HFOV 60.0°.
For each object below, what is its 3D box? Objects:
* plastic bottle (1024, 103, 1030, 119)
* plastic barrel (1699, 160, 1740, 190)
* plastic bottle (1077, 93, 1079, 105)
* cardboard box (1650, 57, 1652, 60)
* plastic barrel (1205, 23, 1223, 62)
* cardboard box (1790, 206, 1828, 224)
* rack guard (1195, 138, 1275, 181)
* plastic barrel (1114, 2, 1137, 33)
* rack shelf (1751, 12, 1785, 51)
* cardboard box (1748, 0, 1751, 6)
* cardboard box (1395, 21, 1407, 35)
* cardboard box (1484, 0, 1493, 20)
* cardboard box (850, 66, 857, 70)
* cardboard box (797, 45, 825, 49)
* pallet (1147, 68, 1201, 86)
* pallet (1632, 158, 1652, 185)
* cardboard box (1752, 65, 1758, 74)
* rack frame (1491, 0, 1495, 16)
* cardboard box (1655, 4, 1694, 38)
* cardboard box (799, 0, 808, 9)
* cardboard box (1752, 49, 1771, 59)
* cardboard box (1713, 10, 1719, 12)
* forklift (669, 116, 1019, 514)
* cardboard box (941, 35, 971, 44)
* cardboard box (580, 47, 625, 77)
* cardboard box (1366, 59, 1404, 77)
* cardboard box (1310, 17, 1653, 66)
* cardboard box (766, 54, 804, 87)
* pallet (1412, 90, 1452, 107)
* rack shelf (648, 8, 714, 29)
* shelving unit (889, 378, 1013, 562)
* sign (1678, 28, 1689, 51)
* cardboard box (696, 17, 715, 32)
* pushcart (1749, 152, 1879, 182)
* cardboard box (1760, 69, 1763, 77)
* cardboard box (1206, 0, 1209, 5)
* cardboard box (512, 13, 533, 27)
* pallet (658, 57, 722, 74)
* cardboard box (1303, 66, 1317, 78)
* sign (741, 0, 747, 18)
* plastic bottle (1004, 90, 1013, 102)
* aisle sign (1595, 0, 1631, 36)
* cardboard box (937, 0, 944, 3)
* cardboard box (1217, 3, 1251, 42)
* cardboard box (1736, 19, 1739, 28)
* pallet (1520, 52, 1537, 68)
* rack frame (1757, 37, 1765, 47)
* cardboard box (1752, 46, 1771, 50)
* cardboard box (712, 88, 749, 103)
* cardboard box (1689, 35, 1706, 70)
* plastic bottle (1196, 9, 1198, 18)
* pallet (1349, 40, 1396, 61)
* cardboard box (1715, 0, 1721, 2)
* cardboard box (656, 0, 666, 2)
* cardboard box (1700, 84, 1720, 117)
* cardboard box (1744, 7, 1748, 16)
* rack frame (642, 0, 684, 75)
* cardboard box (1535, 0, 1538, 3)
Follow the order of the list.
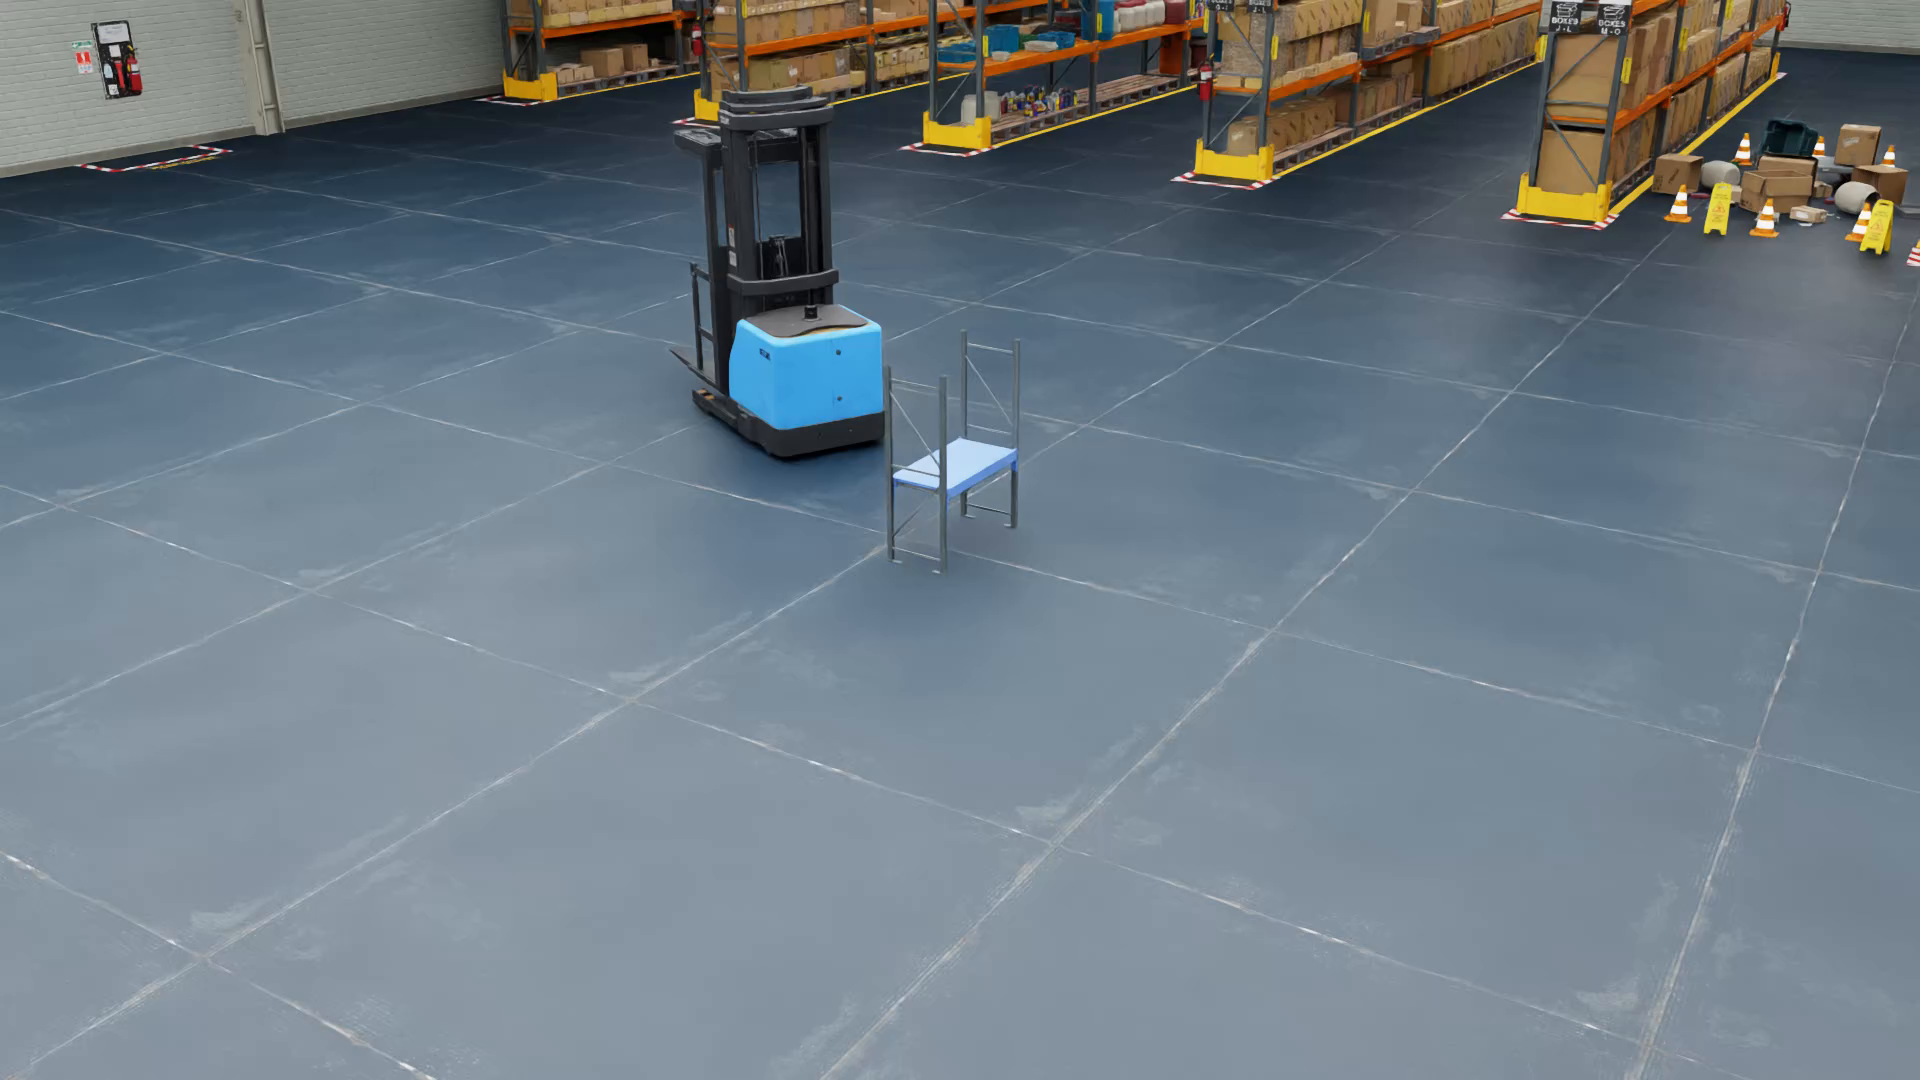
[{"bbox_3d":[1.167,-7.483,28.975,0.097,0.271,0.097,0,23,0],"label":"plastic bottle"},{"bbox_3d":[11.129,-5.338,24.384,0.421,0.421,0.512,-7,24,-17],"label":"plastic barrel"},{"bbox_3d":[2.129,-8.066,30.411,0.097,0.201,0.097,0,23,0],"label":"plastic bottle"},{"bbox_3d":[9.584,-6.819,24.372,0.875,0.550,0.550,14,27,29],"label":"cardboard box"},{"bbox_3d":[5.601,-10.847,35.979,0.600,0.901,0.708,14,27,29],"label":"plastic barrel"},{"bbox_3d":[11.548,-4.429,22.629,0.250,0.149,0.380,-12,26,-26],"label":"cardboard box"},{"bbox_3d":[4.194,-5.827,25.416,1.175,0.500,0.348,14,27,29],"label":"rack guard"},{"bbox_3d":[3.134,-9.923,31.561,0.433,0.535,0.433,0,23,0],"label":"plastic barrel"},{"bbox_3d":[17.750,-9.764,32.270,5.904,0.370,4.000,14,27,29],"label":"rack shelf"},{"bbox_3d":[14.598,-10.099,31.177,0.380,0.149,0.250,15,28,31],"label":"cardboard box"},{"bbox_3d":[7.724,-9.160,29.610,0.396,0.266,0.258,13,27,27],"label":"cardboard box"},{"bbox_3d":[10.469,-10.829,33.699,0.500,0.500,0.500,14,27,29],"label":"cardboard box"},{"bbox_3d":[-2.178,-9.507,33.704,0.500,0.250,0.500,14,27,28],"label":"cardboard box"},{"bbox_3d":[-2.918,-9.389,32.487,0.500,0.500,0.500,14,27,29],"label":"cardboard box"},{"bbox_3d":[8.468,-9.659,31.107,11.139,3.011,2.669,14,27,29],"label":"pallet"},{"bbox_3d":[9.957,-5.705,25.498,1.003,0.211,1.213,14,27,29],"label":"pallet"},{"bbox_3d":[15.759,-9.445,33.314,0.380,0.149,0.250,14,27,29],"label":"cardboard box"},{"bbox_3d":[10.484,-10.998,34.216,1.000,3.000,0.127,14,27,29],"label":"rack frame"},{"bbox_3d":[11.218,-8.243,26.466,0.700,0.500,0.500,14,27,29],"label":"cardboard box"},{"bbox_3d":[-3.059,-9.975,30.910,0.380,0.149,0.250,14,27,29],"label":"cardboard box"},{"bbox_3d":[16.480,-10.014,34.252,0.380,0.149,0.250,13,27,28],"label":"cardboard box"},{"bbox_3d":[13.082,-9.132,28.943,0.380,0.149,0.250,13,27,28],"label":"cardboard box"},{"bbox_3d":[0.144,-5.120,19.883,10.324,3.598,15.967,-13,27,-28],"label":"forklift"},{"bbox_3d":[-0.107,-10.685,35.720,0.500,0.311,0.500,15,27,30],"label":"cardboard box"},{"bbox_3d":[5.090,-9.766,30.746,25.317,3.056,7.019,12,26,26],"label":"cardboard box"},{"bbox_3d":[7.775,-8.634,30.402,0.500,0.250,0.500,17,29,35],"label":"cardboard box"},{"bbox_3d":[7.448,-7.353,24.927,5.341,1.090,0.506,14,27,29],"label":"cardboard box"},{"bbox_3d":[-3.074,-9.484,31.462,0.839,1.489,1.800,14,27,29],"label":"cardboard box"},{"bbox_3d":[8.854,-8.619,32.230,1.003,0.211,1.213,14,27,29],"label":"pallet"},{"bbox_3d":[-5.306,-11.757,36.874,1.077,0.370,4.000,14,27,29],"label":"rack shelf"},{"bbox_3d":[-0.054,-0.653,12.205,0.475,1.308,0.991,14,27,29],"label":"shelving unit"},{"bbox_3d":[10.897,-7.543,25.044,0.100,0.325,0.005,14,27,29],"label":"sign"},{"bbox_3d":[-5.486,-11.389,36.767,0.500,0.250,0.500,13,27,27],"label":"cardboard box"},{"bbox_3d":[12.720,-5.479,24.767,1.648,0.377,0.936,5,24,11],"label":"pushcart"},{"bbox_3d":[16.191,-9.574,33.984,0.380,0.149,0.250,13,26,27],"label":"cardboard box"},{"bbox_3d":[5.349,-11.559,35.666,0.154,0.276,0.136,14,27,30],"label":"cardboard box"},{"bbox_3d":[-8.389,-10.201,32.538,0.500,0.250,0.500,14,27,30],"label":"cardboard box"},{"bbox_3d":[-5.951,-10.396,36.334,1.003,0.211,1.213,14,27,29],"label":"pallet"},{"bbox_3d":[5.638,-7.769,27.073,1.016,0.149,2.250,14,27,29],"label":"cardboard box"},{"bbox_3d":[-3.792,-9.341,29.198,0.100,0.325,0.005,14,27,29],"label":"sign"},{"bbox_3d":[0.856,-7.867,29.763,0.144,0.351,0.185,15,28,31],"label":"plastic bottle"},{"bbox_3d":[8.532,-6.981,21.663,0.394,0.787,0.004,14,27,29],"label":"aisle sign"},{"bbox_3d":[-0.676,-11.423,35.310,0.500,0.311,0.500,14,27,28],"label":"cardboard box"},{"bbox_3d":[4.234,-7.827,25.131,0.500,0.500,0.500,14,27,29],"label":"cardboard box"},{"bbox_3d":[14.059,-9.476,30.486,0.380,0.149,0.250,13,26,27],"label":"cardboard box"},{"bbox_3d":[12.239,-10.782,37.227,1.003,0.211,1.213,14,27,29],"label":"pallet"},{"bbox_3d":[16.751,-11.276,34.856,0.949,2.616,0.053,14,27,29],"label":"rack frame"},{"bbox_3d":[16.690,-10.201,34.684,0.383,0.149,0.254,14,27,29],"label":"cardboard box"},{"bbox_3d":[-4.228,-8.199,30.683,0.500,0.250,0.500,14,27,29],"label":"cardboard box"},{"bbox_3d":[11.730,-7.902,26.937,0.500,0.500,0.500,14,27,30],"label":"cardboard box"},{"bbox_3d":[4.805,-10.740,33.868,0.097,0.201,0.097,0,23,0],"label":"plastic bottle"},{"bbox_3d":[6.791,-8.438,28.542,1.003,0.211,1.213,14,27,29],"label":"pallet"},{"bbox_3d":[14.659,-10.330,32.171,0.500,0.500,0.500,14,27,29],"label":"cardboard box"},{"bbox_3d":[-6.347,-11.473,34.531,0.500,0.500,0.500,14,27,29],"label":"cardboard box"},{"bbox_3d":[13.124,-7.806,29.459,0.500,0.500,0.500,13,26,27],"label":"cardboard box"},{"bbox_3d":[14.464,-9.874,31.032,0.380,0.149,0.250,14,27,29],"label":"cardboard box"},{"bbox_3d":[-6.361,-11.412,35.172,1.000,3.000,0.127,14,27,29],"label":"rack frame"},{"bbox_3d":[12.550,-11.956,36.744,0.380,0.149,0.250,14,27,29],"label":"cardboard box"}]
